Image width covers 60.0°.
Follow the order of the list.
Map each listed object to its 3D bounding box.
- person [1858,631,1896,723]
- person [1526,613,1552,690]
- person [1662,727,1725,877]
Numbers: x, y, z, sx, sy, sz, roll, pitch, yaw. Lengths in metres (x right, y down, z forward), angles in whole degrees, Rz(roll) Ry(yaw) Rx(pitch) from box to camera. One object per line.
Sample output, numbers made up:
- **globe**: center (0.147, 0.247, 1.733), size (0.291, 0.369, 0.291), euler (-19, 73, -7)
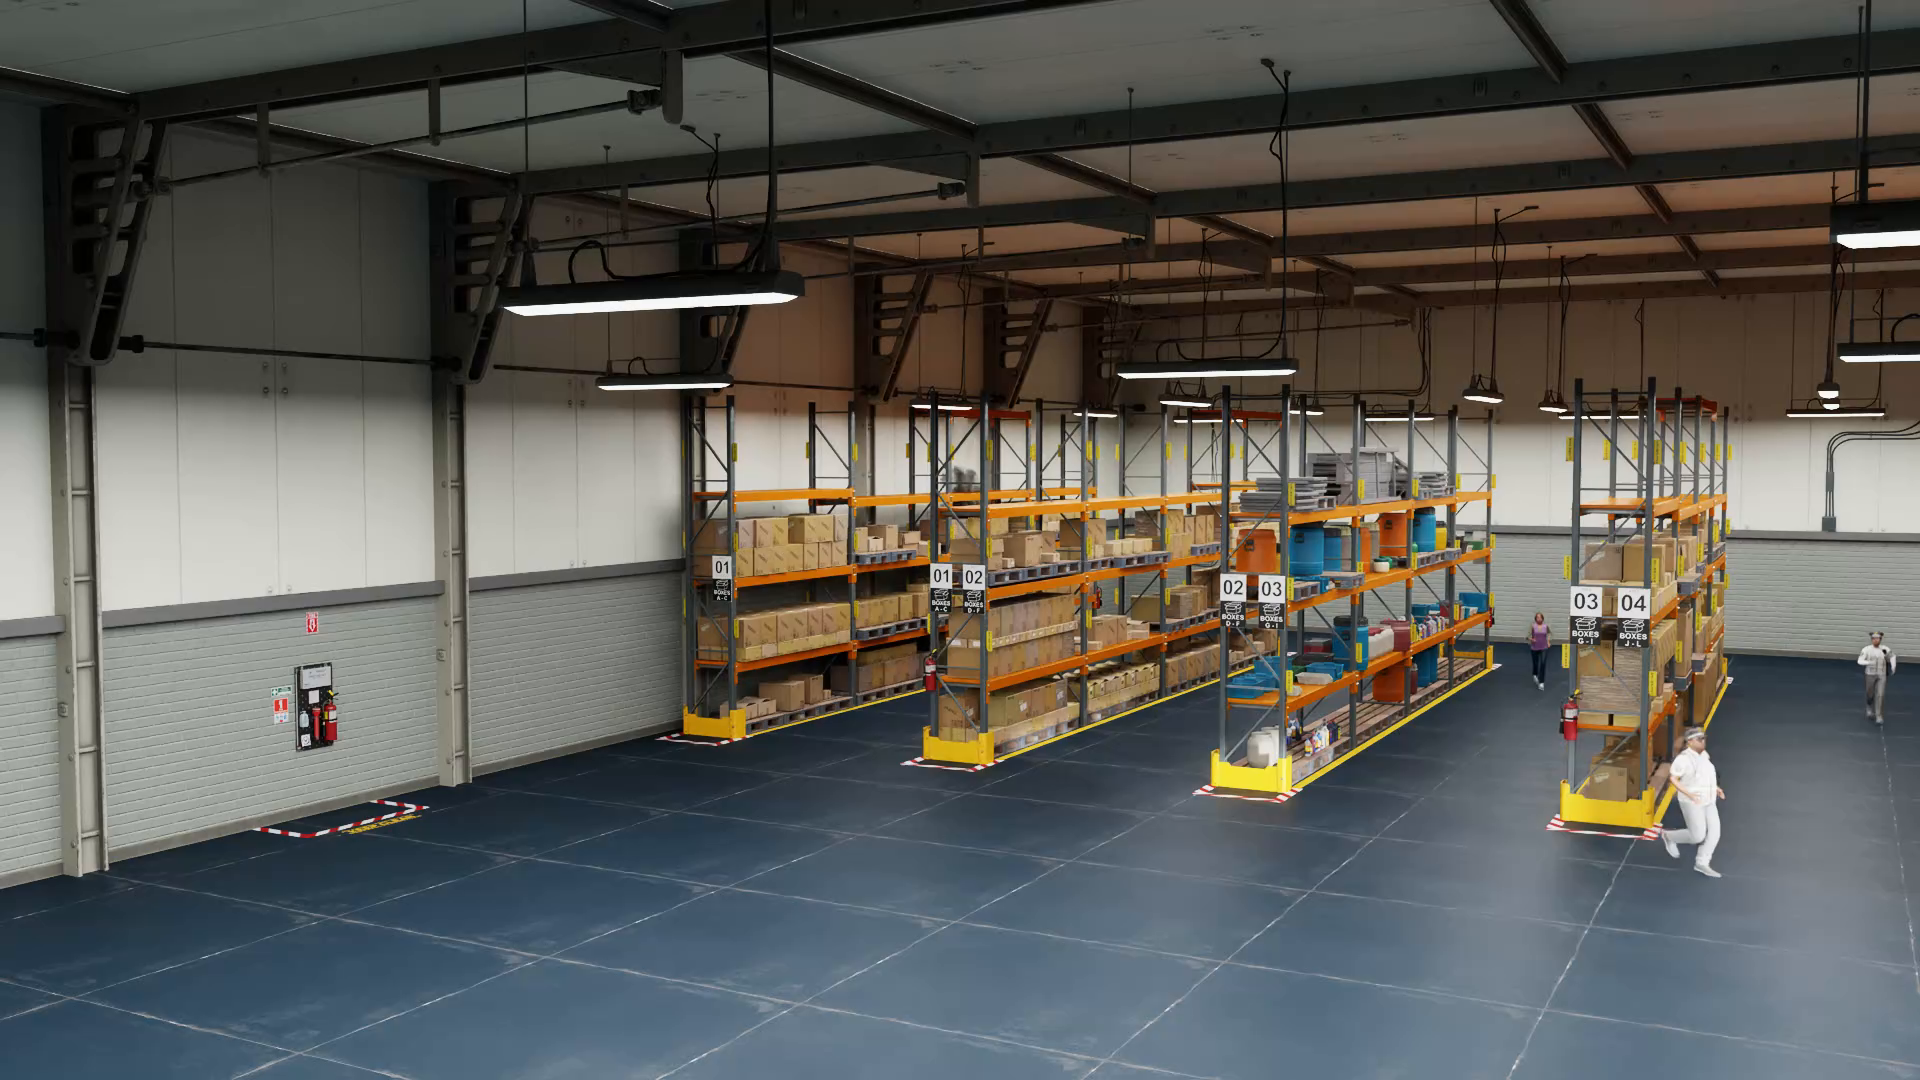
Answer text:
- **person**: center (16.978, 2.505, 30.797), size (0.625, 1.648, 1.036), euler (2, 3, 29)
- **person**: center (12.294, 2.337, 35.319), size (0.538, 1.605, 0.877), euler (1, 3, 15)
- **person**: center (8.768, 3.100, 19.873), size (0.672, 1.764, 0.707), euler (-2, 3, -27)
